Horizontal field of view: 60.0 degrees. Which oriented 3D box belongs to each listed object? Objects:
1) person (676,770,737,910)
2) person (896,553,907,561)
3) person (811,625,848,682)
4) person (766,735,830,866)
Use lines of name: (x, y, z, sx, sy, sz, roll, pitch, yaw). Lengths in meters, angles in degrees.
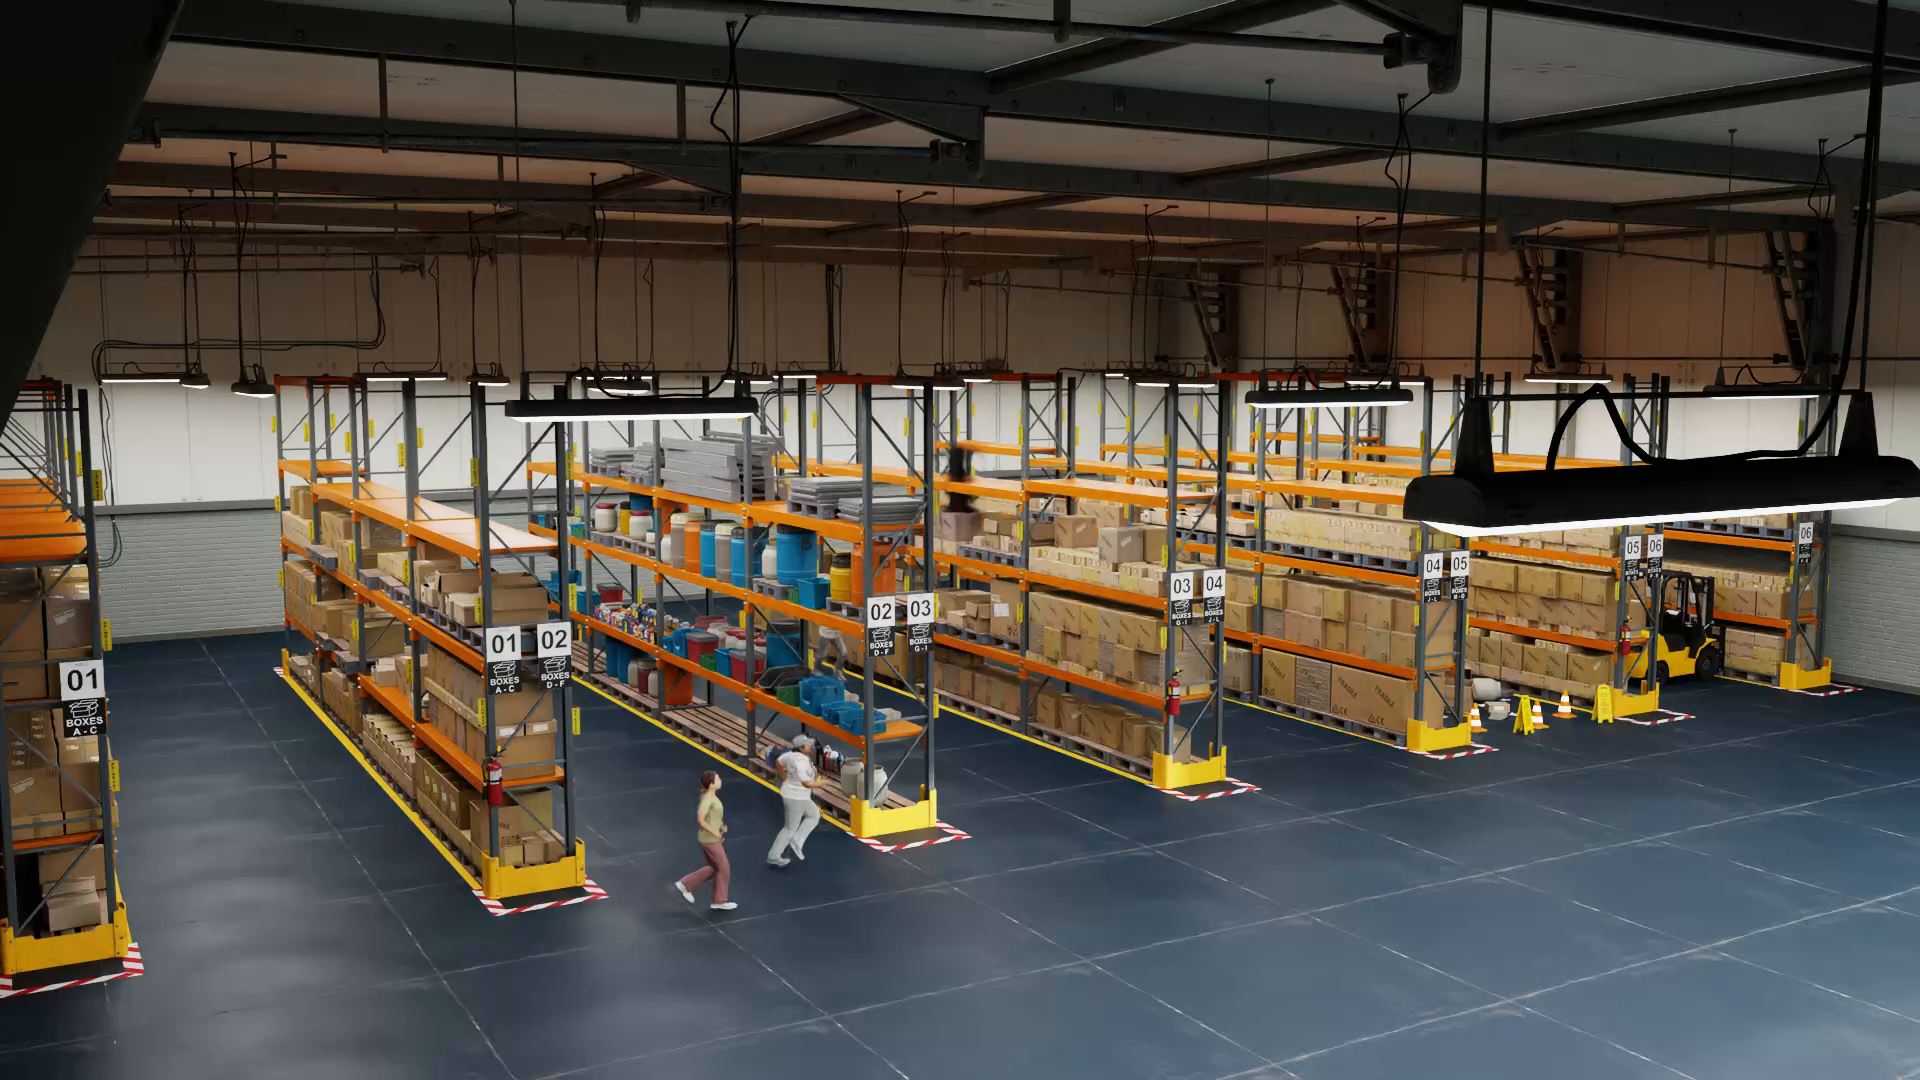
person: (-2.884, 3.441, 19.012, 0.645, 1.645, 0.592, -1, 6, -7)
person: (-1.477, 1.075, 40.270, 0.708, 1.810, 0.688, -1, 6, -13)
person: (-2.441, 1.827, 31.456, 0.988, 1.746, 0.658, 6, 9, 45)
person: (-2.040, 3.236, 20.818, 0.818, 1.637, 0.616, -2, 6, -14)
